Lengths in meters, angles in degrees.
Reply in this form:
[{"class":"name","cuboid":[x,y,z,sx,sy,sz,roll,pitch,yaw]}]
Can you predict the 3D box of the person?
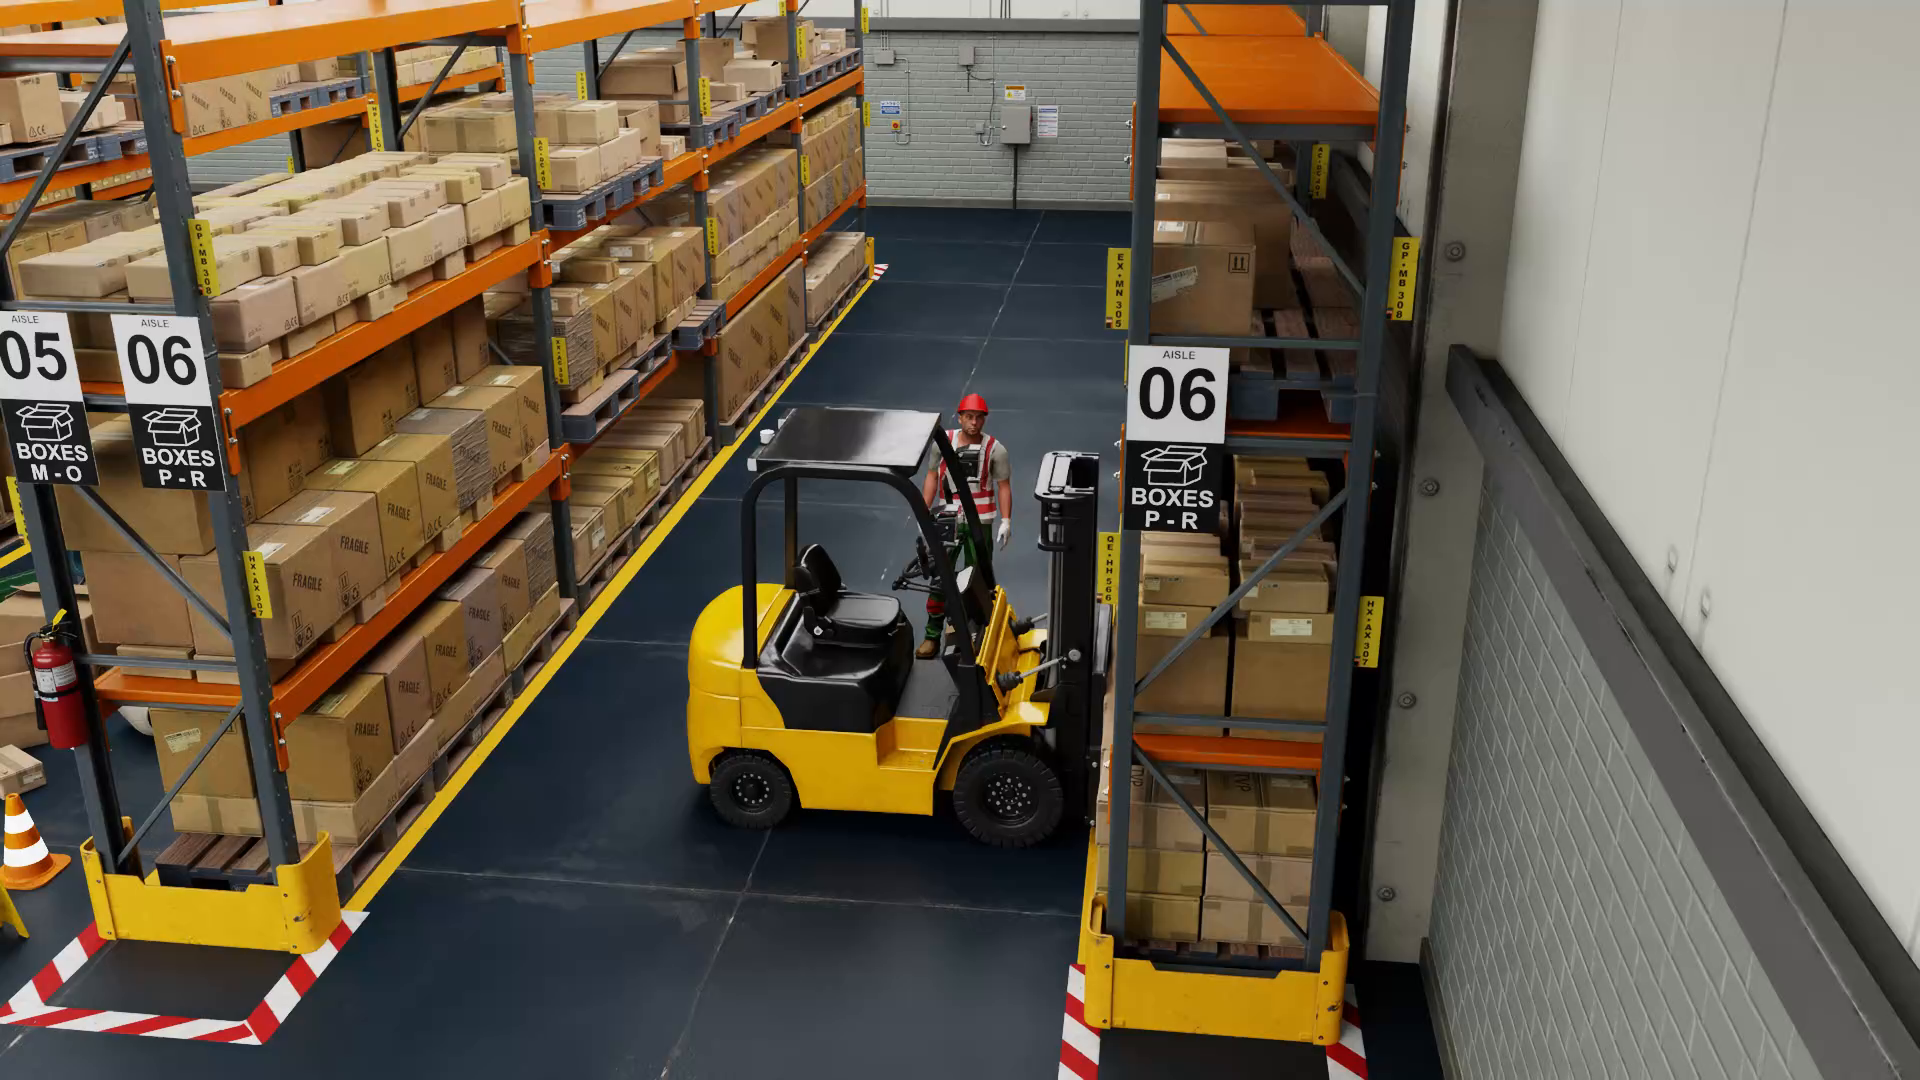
[{"class":"person","cuboid":[0.022,-0.094,11.266,0.637,1.787,0.565,2,21,6]}]
